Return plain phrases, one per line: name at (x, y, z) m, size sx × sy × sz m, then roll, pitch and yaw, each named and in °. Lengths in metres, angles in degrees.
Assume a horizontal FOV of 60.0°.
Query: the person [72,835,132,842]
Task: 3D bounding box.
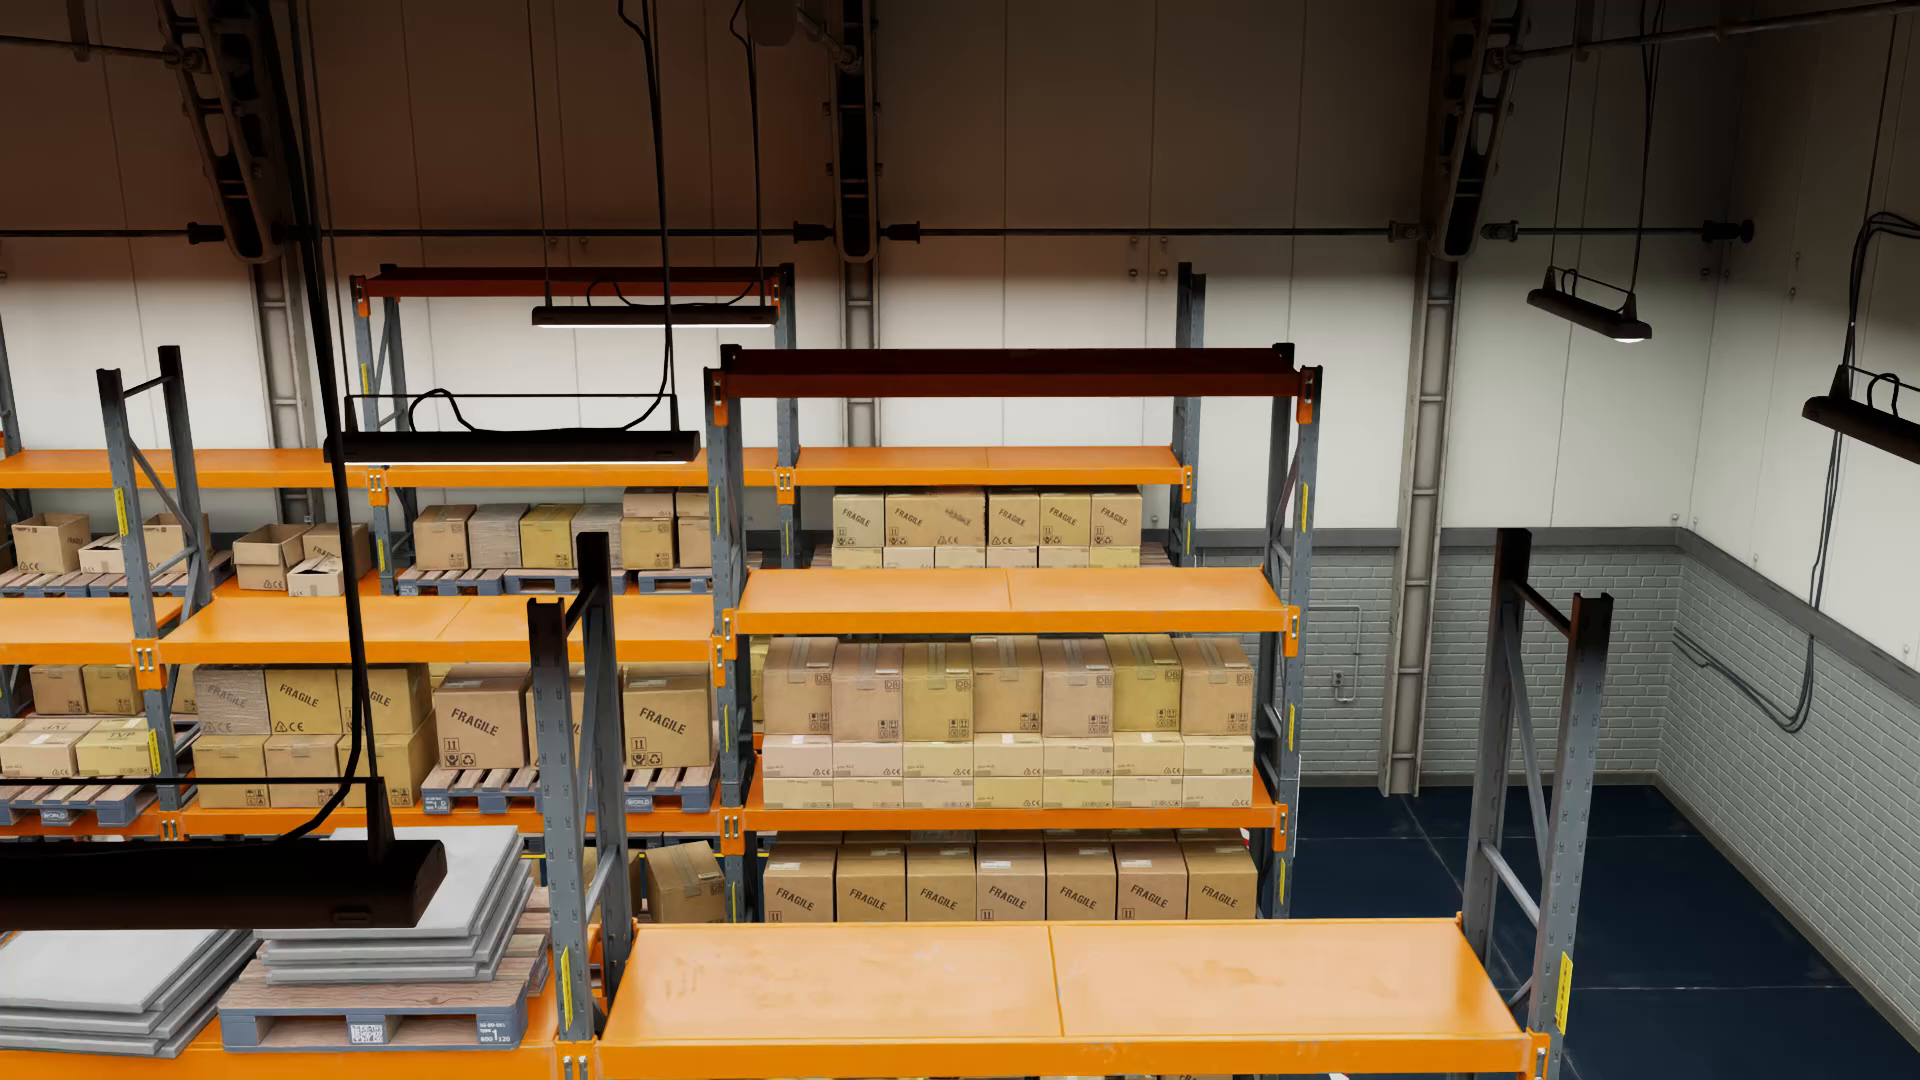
person at (-8.008, 2.920, 15.353) m, size 0.823 × 1.780 × 0.545 m, roll 2°, pitch 16°, yaw 7°
